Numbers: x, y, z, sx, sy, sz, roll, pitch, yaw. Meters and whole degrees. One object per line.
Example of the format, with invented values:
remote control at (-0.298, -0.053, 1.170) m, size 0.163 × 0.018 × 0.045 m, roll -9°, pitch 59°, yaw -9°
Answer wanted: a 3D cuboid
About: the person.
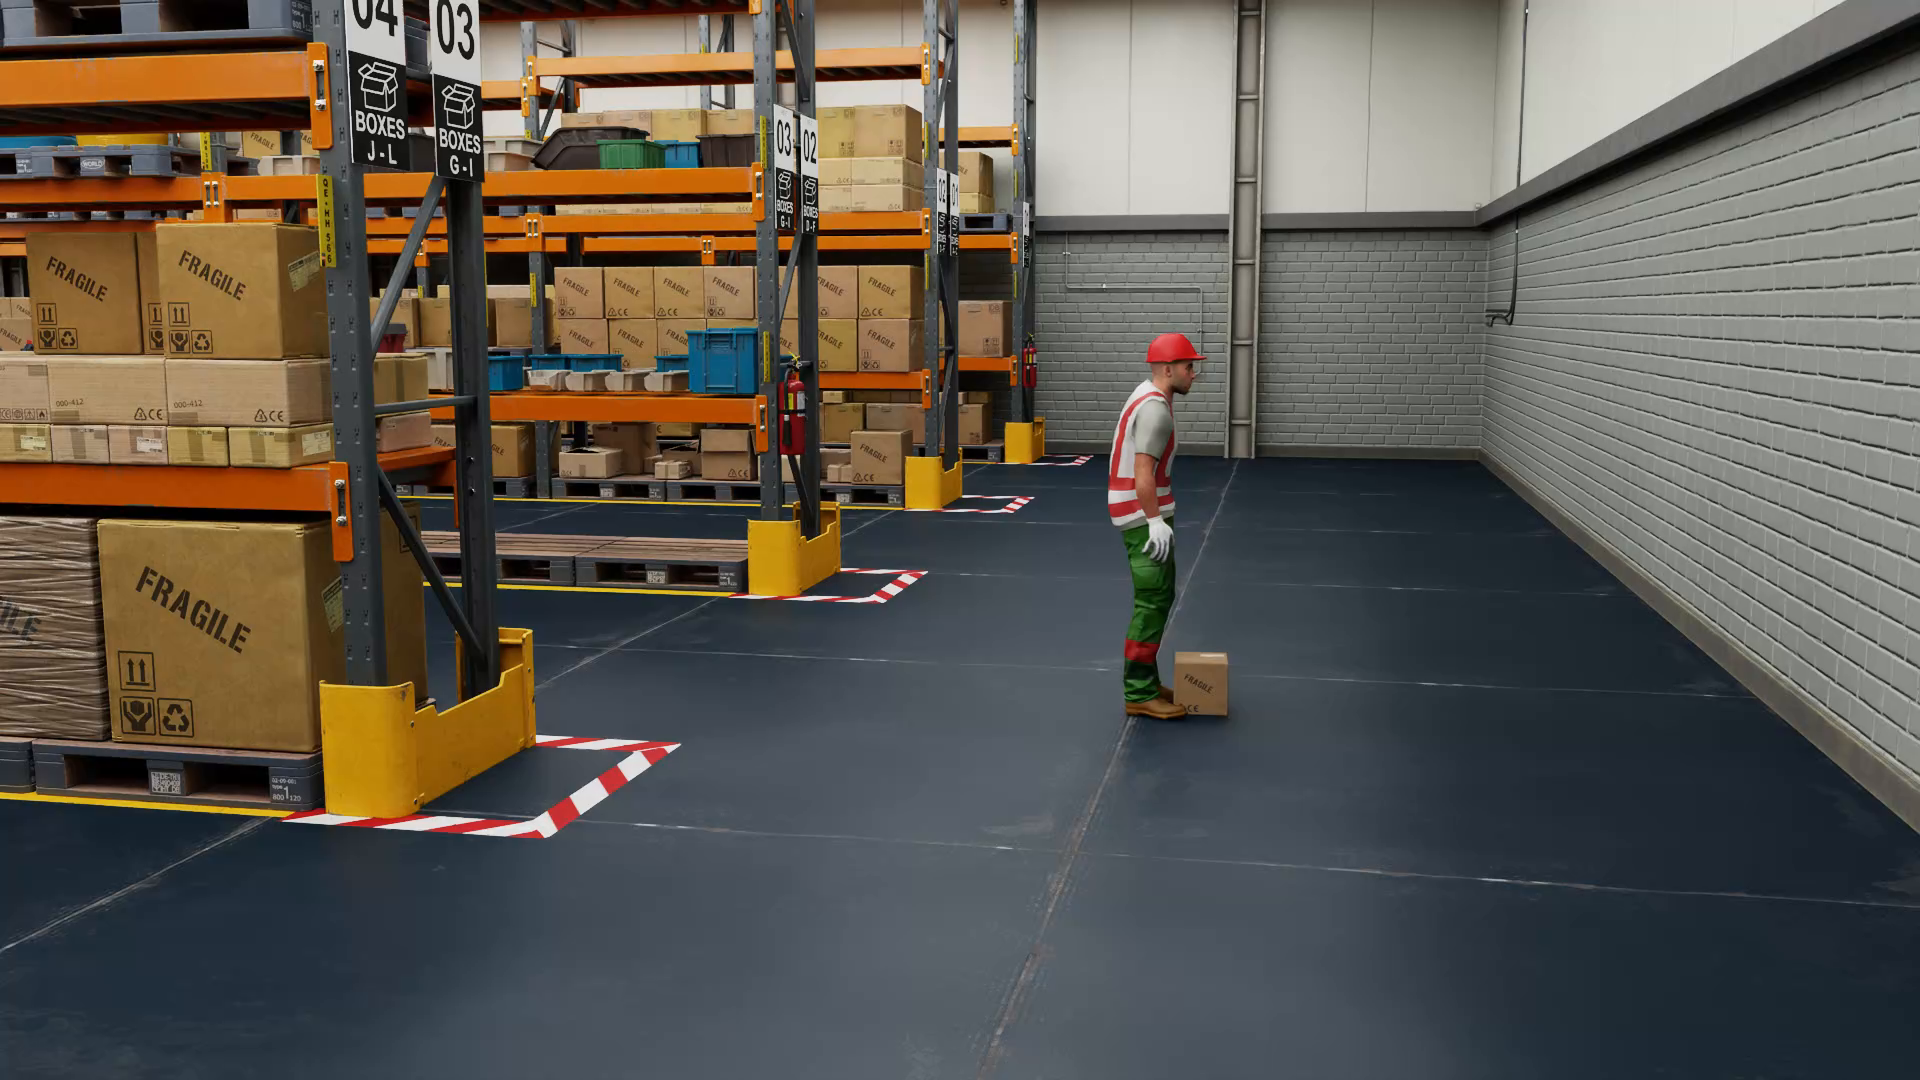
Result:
person at (0.924, -0.082, 7.855) m, size 0.453 × 1.778 × 0.616 m, roll 1°, pitch 8°, yaw 8°
